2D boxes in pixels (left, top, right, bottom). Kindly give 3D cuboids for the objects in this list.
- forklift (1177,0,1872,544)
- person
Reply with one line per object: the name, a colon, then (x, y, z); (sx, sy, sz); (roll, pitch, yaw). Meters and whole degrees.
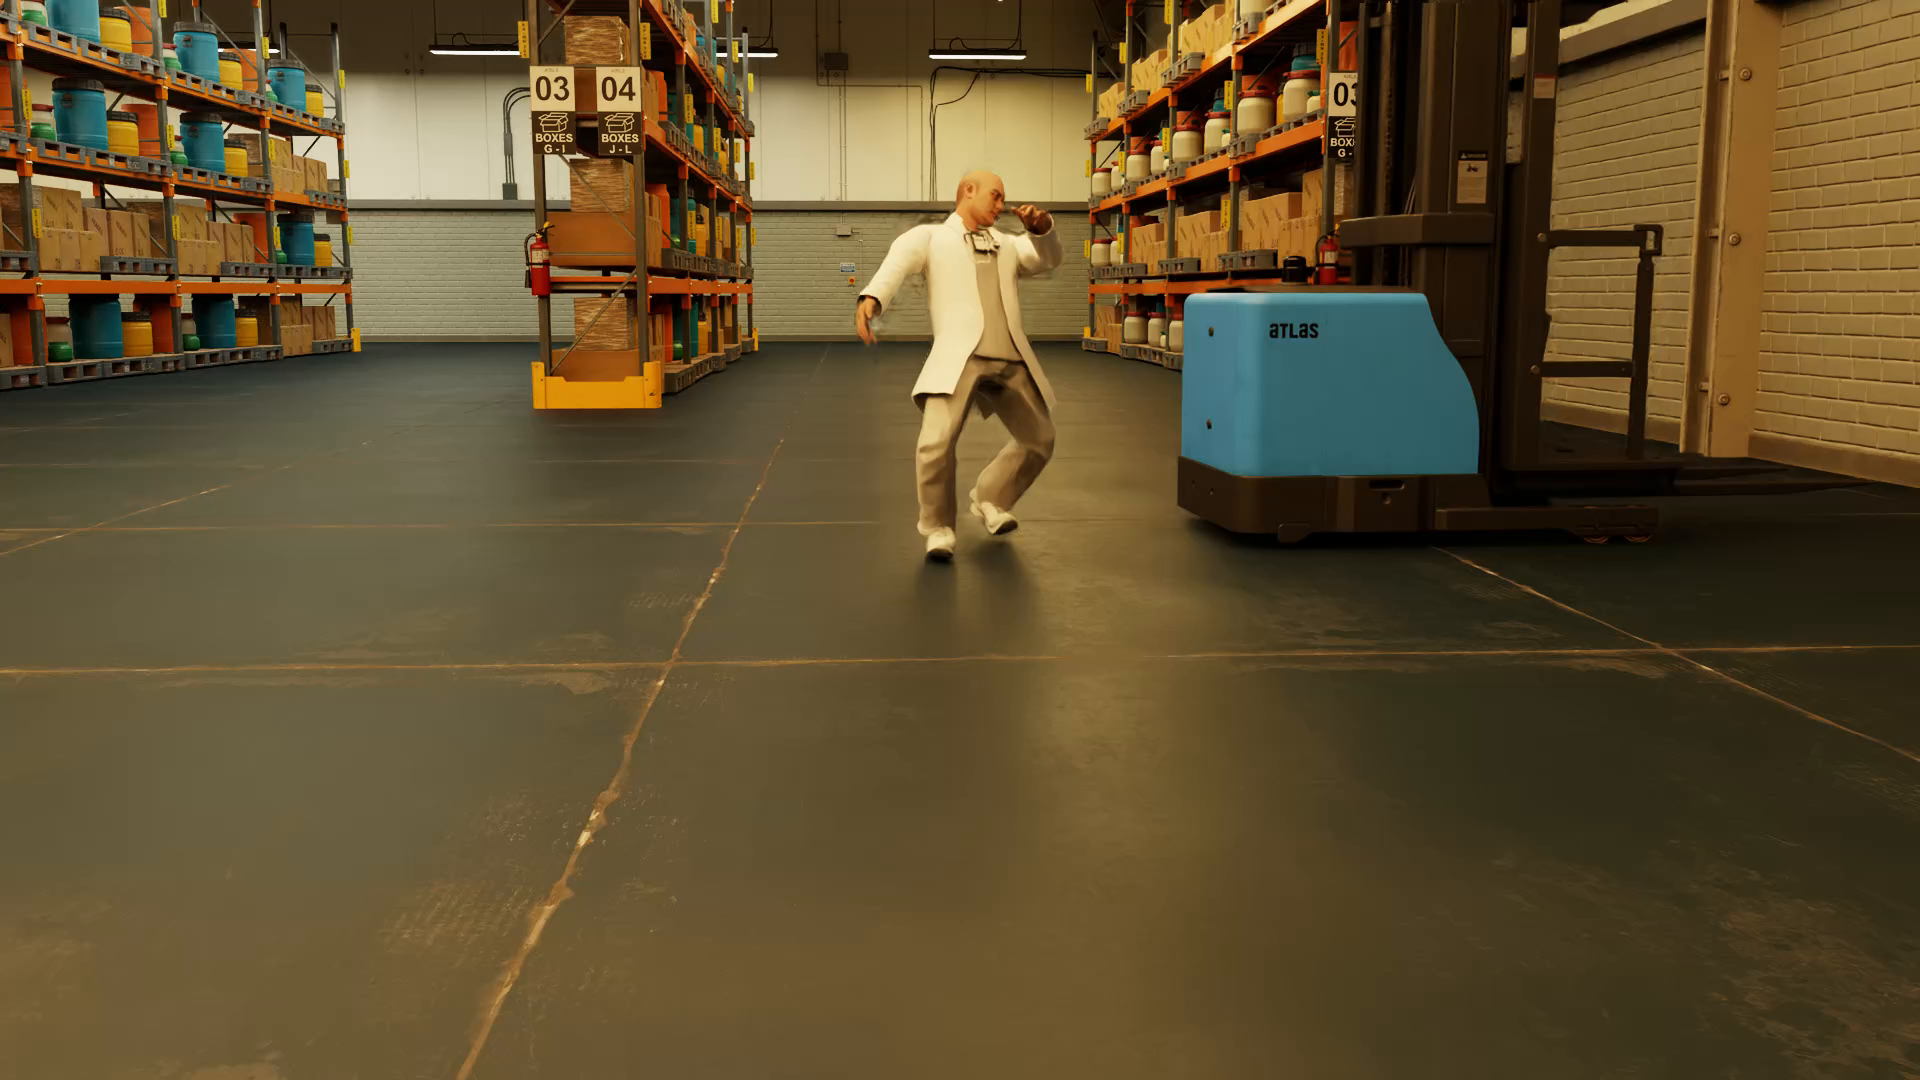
forklift: (2.592, -1.508, 7.486); (3.031, 2.935, 1.130); (-1, 9, -8)
person: (-0.013, -0.724, 6.772); (0.977, 1.563, 0.898); (-6, 10, -35)
